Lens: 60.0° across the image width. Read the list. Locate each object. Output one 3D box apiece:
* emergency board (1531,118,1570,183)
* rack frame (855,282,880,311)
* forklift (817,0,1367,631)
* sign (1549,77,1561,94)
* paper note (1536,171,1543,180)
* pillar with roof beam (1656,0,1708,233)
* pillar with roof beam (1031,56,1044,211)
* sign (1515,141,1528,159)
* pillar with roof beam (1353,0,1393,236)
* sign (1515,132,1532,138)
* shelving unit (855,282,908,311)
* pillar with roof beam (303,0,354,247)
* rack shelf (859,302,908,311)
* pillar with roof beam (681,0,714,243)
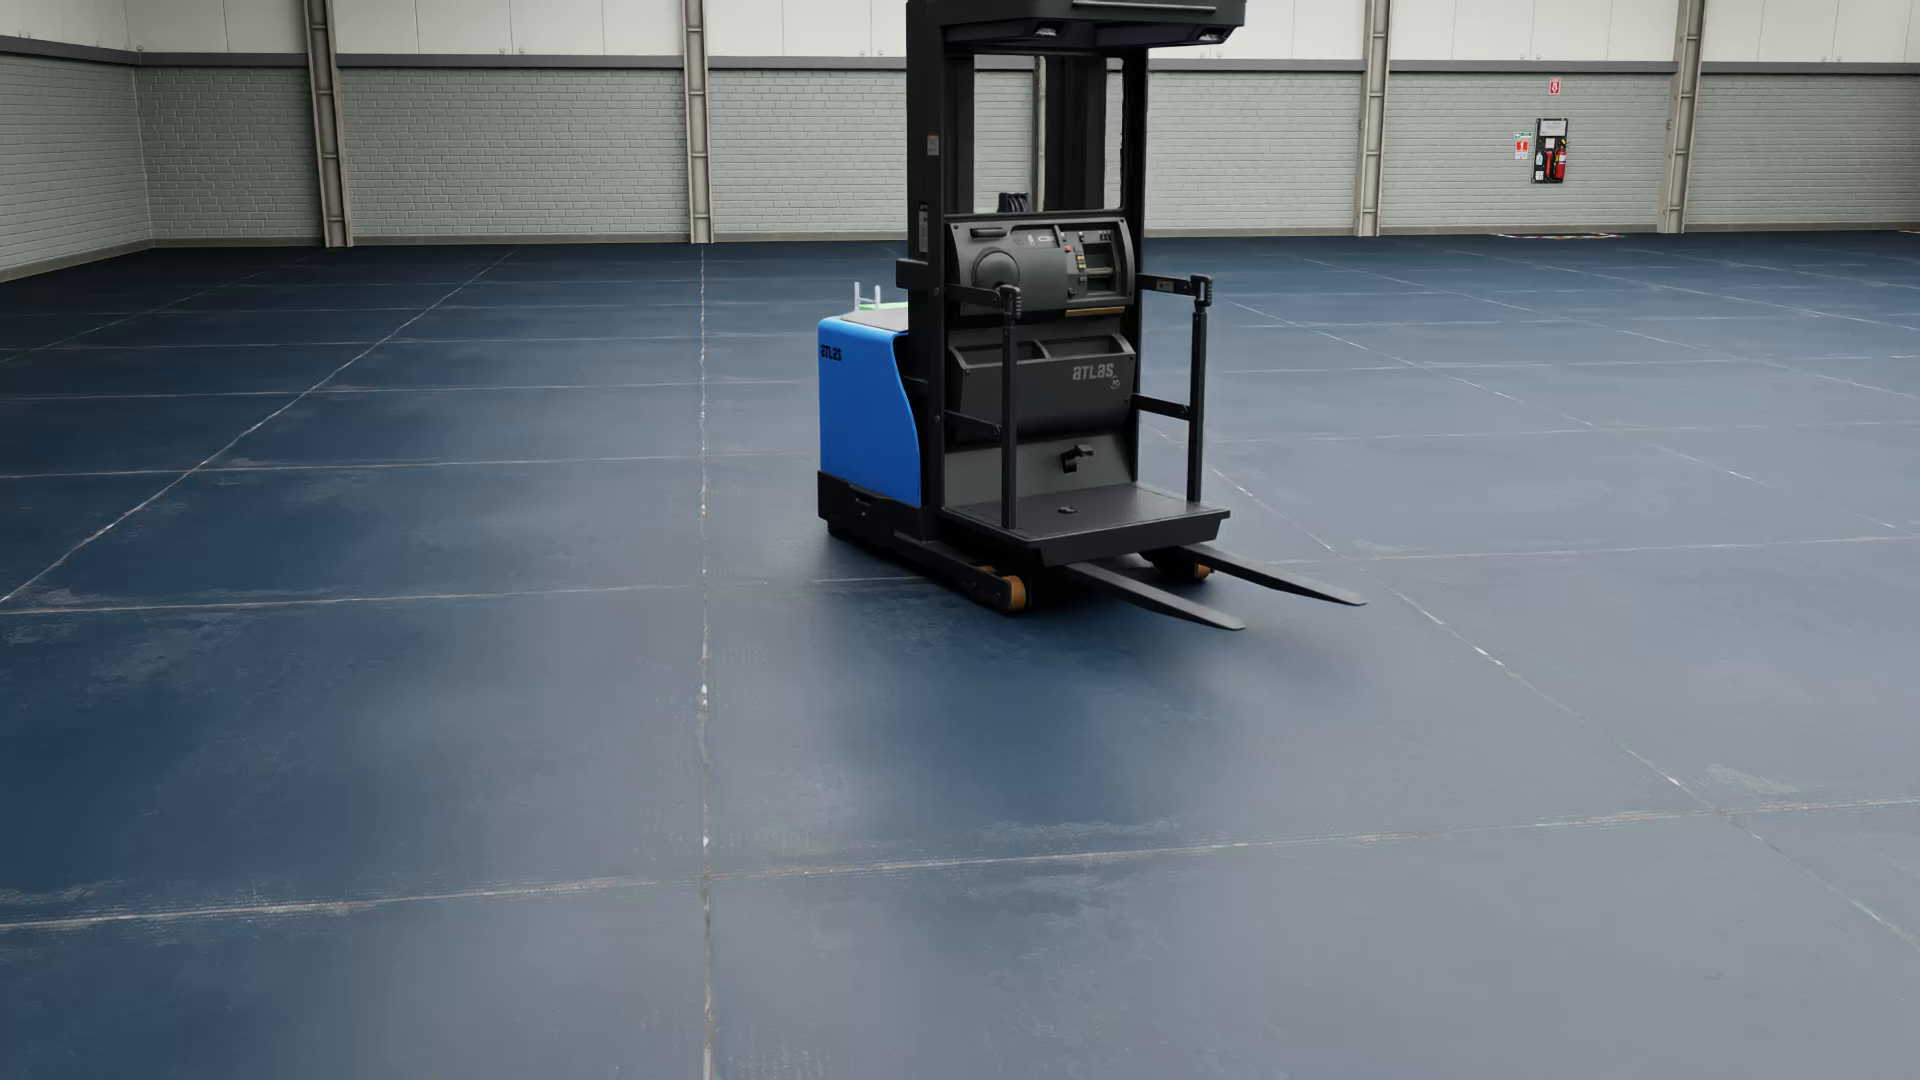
[{"bbox_3d":[10.906,-7.160,30.604,0.643,1.169,0.194,-2,14,-8],"label":"emergency board"},{"bbox_3d":[-0.477,-0.729,8.663,0.015,1.200,0.240,-9,16,-31],"label":"rack frame"},{"bbox_3d":[0.483,-1.238,7.132,1.130,2.935,3.031,-9,16,-31],"label":"forklift"},{"bbox_3d":[10.883,-8.308,30.417,0.199,0.298,0.001,-2,14,-8],"label":"sign"},{"bbox_3d":[10.721,-6.743,30.752,0.142,0.148,0.016,-2,14,-8],"label":"paper note"},{"bbox_3d":[13.997,-9.114,26.066,0.400,9.000,9.100,-2,14,-8],"label":"pillar with roof beam"},{"bbox_3d":[2.130,-8.680,24.332,0.400,9.000,9.100,-2,14,-8],"label":"pillar with roof beam"},{"bbox_3d":[10.344,-7.182,30.619,0.234,0.329,0.001,-2,14,-8],"label":"sign"},{"bbox_3d":[8.063,-8.897,25.199,0.400,9.000,9.100,-2,14,-8],"label":"pillar with roof beam"},{"bbox_3d":[10.350,-7.437,30.547,0.331,0.109,0.001,-2,14,-8],"label":"sign"},{"bbox_3d":[-0.269,-0.760,8.787,0.503,1.200,0.258,-9,16,-31],"label":"shelving unit"},{"bbox_3d":[-9.736,-8.245,22.598,0.400,9.000,9.100,-2,14,-8],"label":"pillar with roof beam"},{"bbox_3d":[-0.269,-1.164,8.686,0.480,0.148,0.258,-9,16,-31],"label":"rack shelf"},{"bbox_3d":[-3.803,-8.462,23.465,0.400,9.000,9.100,-2,14,-8],"label":"pillar with roof beam"}]
